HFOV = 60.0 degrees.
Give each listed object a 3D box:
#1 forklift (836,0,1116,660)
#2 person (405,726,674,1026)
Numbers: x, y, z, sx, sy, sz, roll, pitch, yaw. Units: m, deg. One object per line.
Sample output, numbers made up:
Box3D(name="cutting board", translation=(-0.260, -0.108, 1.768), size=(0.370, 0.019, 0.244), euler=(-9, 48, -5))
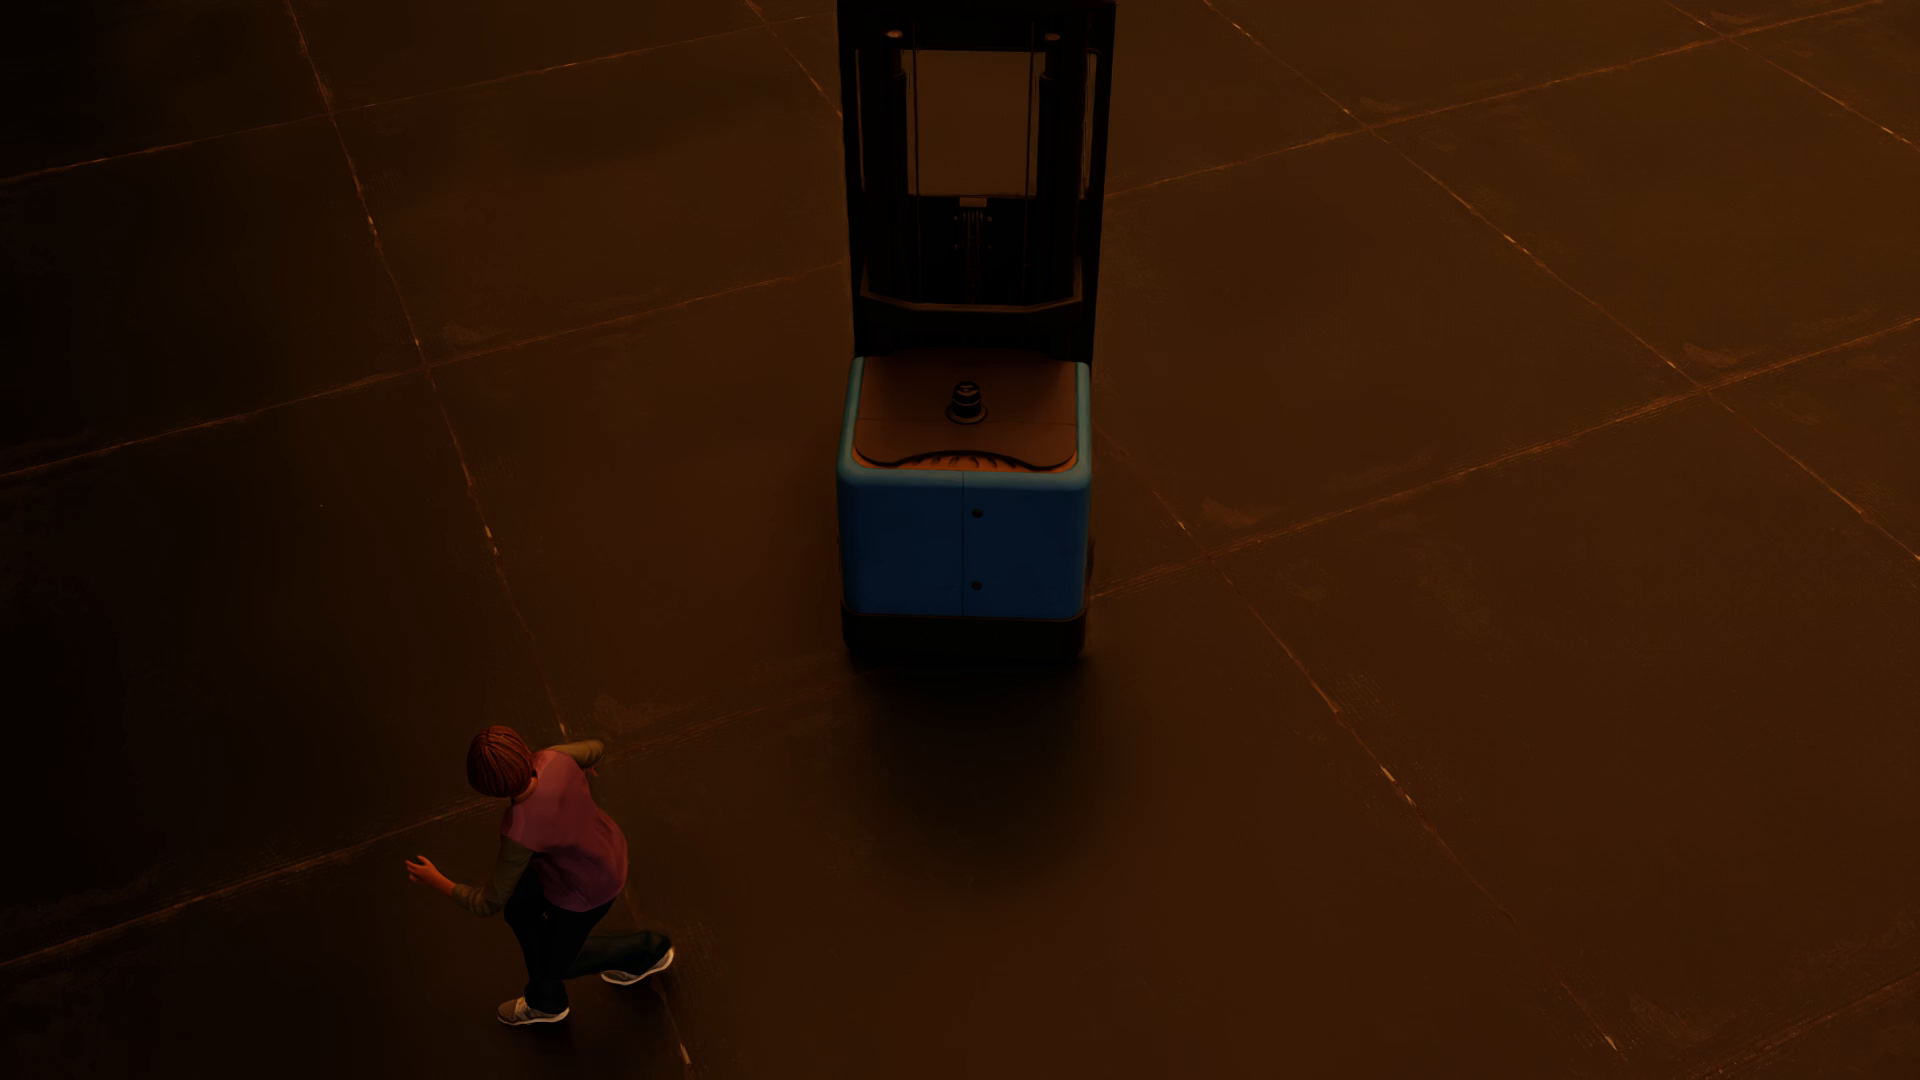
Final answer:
Box3D(name="forklift", translation=(0.075, -1.545, 7.335), size=(1.130, 2.935, 3.031), euler=(2, 43, 2))
Box3D(name="person", translation=(-1.428, 1.069, 5.624), size=(0.773, 1.476, 0.730), euler=(-3, 43, -4))
